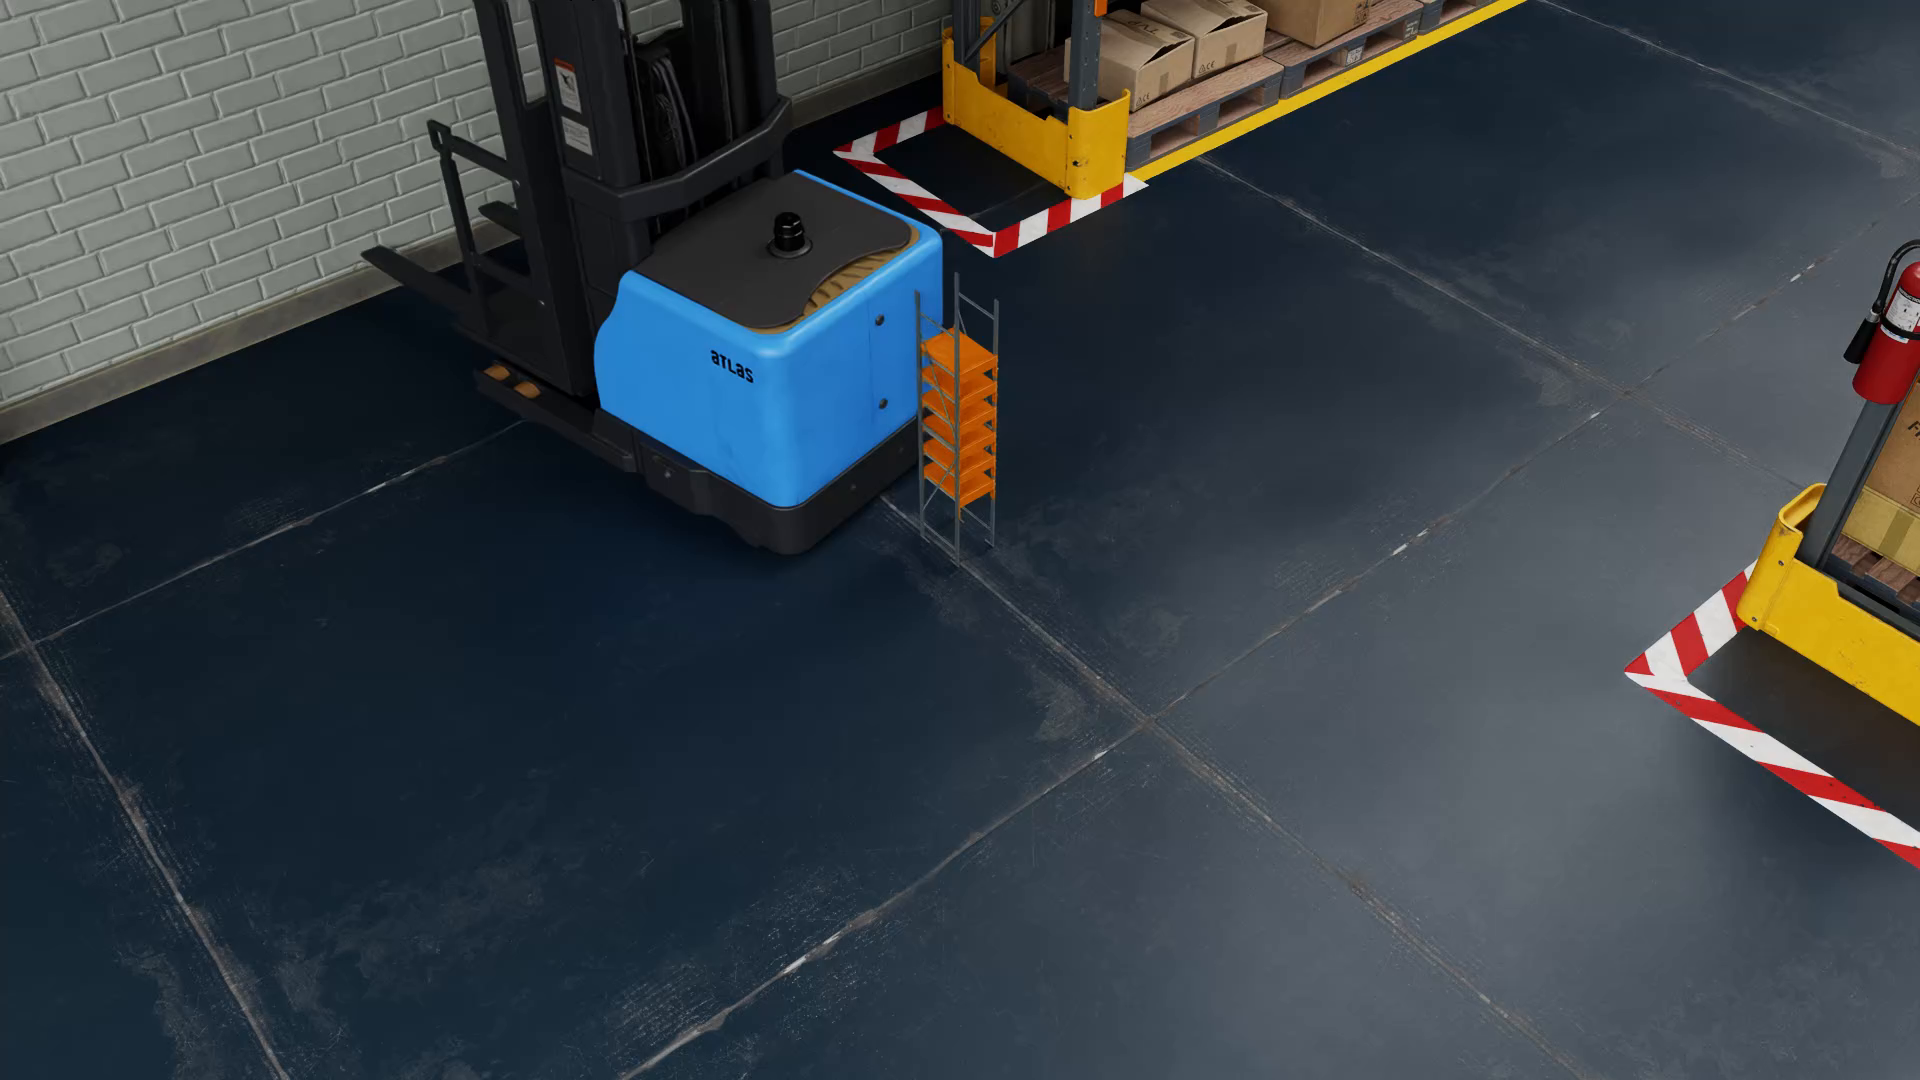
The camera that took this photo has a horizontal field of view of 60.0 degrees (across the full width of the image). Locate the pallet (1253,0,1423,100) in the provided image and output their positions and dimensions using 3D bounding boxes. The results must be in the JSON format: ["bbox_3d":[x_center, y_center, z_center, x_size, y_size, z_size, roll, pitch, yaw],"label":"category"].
[{"bbox_3d":[1.965,-3.079,9.874,1.213,0.211,1.003,-30,51,-28],"label":"pallet"}]

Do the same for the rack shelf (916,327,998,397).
[{"bbox_3d":[-0.011,-0.661,6.116,0.180,0.103,0.258,-30,51,-28],"label":"rack shelf"}]

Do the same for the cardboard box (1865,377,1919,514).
[{"bbox_3d":[3.728,-0.407,6.146,0.500,0.500,0.500,-30,51,-28],"label":"cardboard box"}]

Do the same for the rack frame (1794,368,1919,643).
[{"bbox_3d":[3.507,-0.591,5.188,0.127,3.000,1.000,-30,51,-28],"label":"rack frame"}]

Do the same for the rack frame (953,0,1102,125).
[{"bbox_3d":[0.326,-3.190,7.956,0.127,3.000,1.000,-30,51,-28],"label":"rack frame"}]

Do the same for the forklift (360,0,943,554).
[{"bbox_3d":[-1.521,-1.854,6.583,3.031,2.935,1.130,28,50,27],"label":"forklift"}]

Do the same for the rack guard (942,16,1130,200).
[{"bbox_3d":[0.384,-2.313,8.847,0.348,0.500,1.175,-30,51,-28],"label":"rack guard"}]

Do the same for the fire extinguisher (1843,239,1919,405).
[{"bbox_3d":[3.118,-0.755,5.419,0.183,0.674,0.296,-30,51,-28],"label":"fire extinguisher"}]

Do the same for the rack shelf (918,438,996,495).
[{"bbox_3d":[-0.011,-0.311,6.445,0.180,0.103,0.258,-30,51,-28],"label":"rack shelf"}]

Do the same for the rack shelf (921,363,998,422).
[{"bbox_3d":[-0.011,-0.574,6.199,0.180,0.103,0.258,-30,51,-28],"label":"rack shelf"}]

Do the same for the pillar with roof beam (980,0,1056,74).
[{"bbox_3d":[3.070,-3.878,4.306,0.400,9.000,9.100,-30,51,-28],"label":"pillar with roof beam"}]

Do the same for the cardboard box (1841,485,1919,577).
[{"bbox_3d":[3.729,-0.132,6.401,0.500,0.250,0.500,-30,51,-28],"label":"cardboard box"}]

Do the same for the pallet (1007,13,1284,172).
[{"bbox_3d":[1.030,-2.546,9.306,1.213,0.211,1.003,-30,51,-28],"label":"pallet"}]

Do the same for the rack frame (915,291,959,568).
[{"bbox_3d":[-0.081,-0.391,6.290,0.006,1.200,0.240,-30,51,-28],"label":"rack frame"}]

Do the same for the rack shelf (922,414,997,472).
[{"bbox_3d":[-0.011,-0.399,6.363,0.180,0.103,0.258,-30,51,-28],"label":"rack shelf"}]

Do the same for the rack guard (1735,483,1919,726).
[{"bbox_3d":[3.489,0.331,6.032,0.348,0.500,1.175,-30,51,-28],"label":"rack guard"}]

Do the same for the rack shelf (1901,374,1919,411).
[{"bbox_3d":[5.041,-1.207,6.370,4.000,0.370,1.077,-30,51,-28],"label":"rack shelf"}]

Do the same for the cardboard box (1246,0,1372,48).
[{"bbox_3d":[1.947,-3.243,9.516,0.500,0.500,0.700,-33,52,-30],"label":"cardboard box"}]

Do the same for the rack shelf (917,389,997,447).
[{"bbox_3d":[-0.011,-0.486,6.281,0.180,0.103,0.258,-30,51,-28],"label":"rack shelf"}]

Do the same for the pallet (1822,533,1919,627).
[{"bbox_3d":[4.067,0.068,6.524,1.213,0.211,1.003,-30,51,-28],"label":"pallet"}]

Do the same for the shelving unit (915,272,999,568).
[{"bbox_3d":[-0.011,-0.431,6.332,0.189,1.200,0.258,-30,51,-28],"label":"shelving unit"}]

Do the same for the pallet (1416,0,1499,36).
[{"bbox_3d":[2.902,-3.617,10.447,1.213,0.211,1.003,-30,51,-28],"label":"pallet"}]

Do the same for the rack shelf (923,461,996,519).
[{"bbox_3d":[-0.011,-0.224,6.527,0.180,0.103,0.258,-30,51,-28],"label":"rack shelf"}]

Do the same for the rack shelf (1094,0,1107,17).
[{"bbox_3d":[1.860,-3.807,9.138,4.000,0.370,1.077,-30,51,-28],"label":"rack shelf"}]

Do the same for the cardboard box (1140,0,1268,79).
[{"bbox_3d":[1.352,-2.878,9.266,0.500,0.311,0.500,-26,49,-25],"label":"cardboard box"}]

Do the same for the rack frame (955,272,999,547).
[{"bbox_3d":[0.059,-0.471,6.375,0.006,1.200,0.240,-30,51,-28],"label":"rack frame"}]

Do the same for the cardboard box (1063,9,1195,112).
[{"bbox_3d":[0.914,-2.627,8.999,0.500,0.311,0.500,33,52,30],"label":"cardboard box"}]
